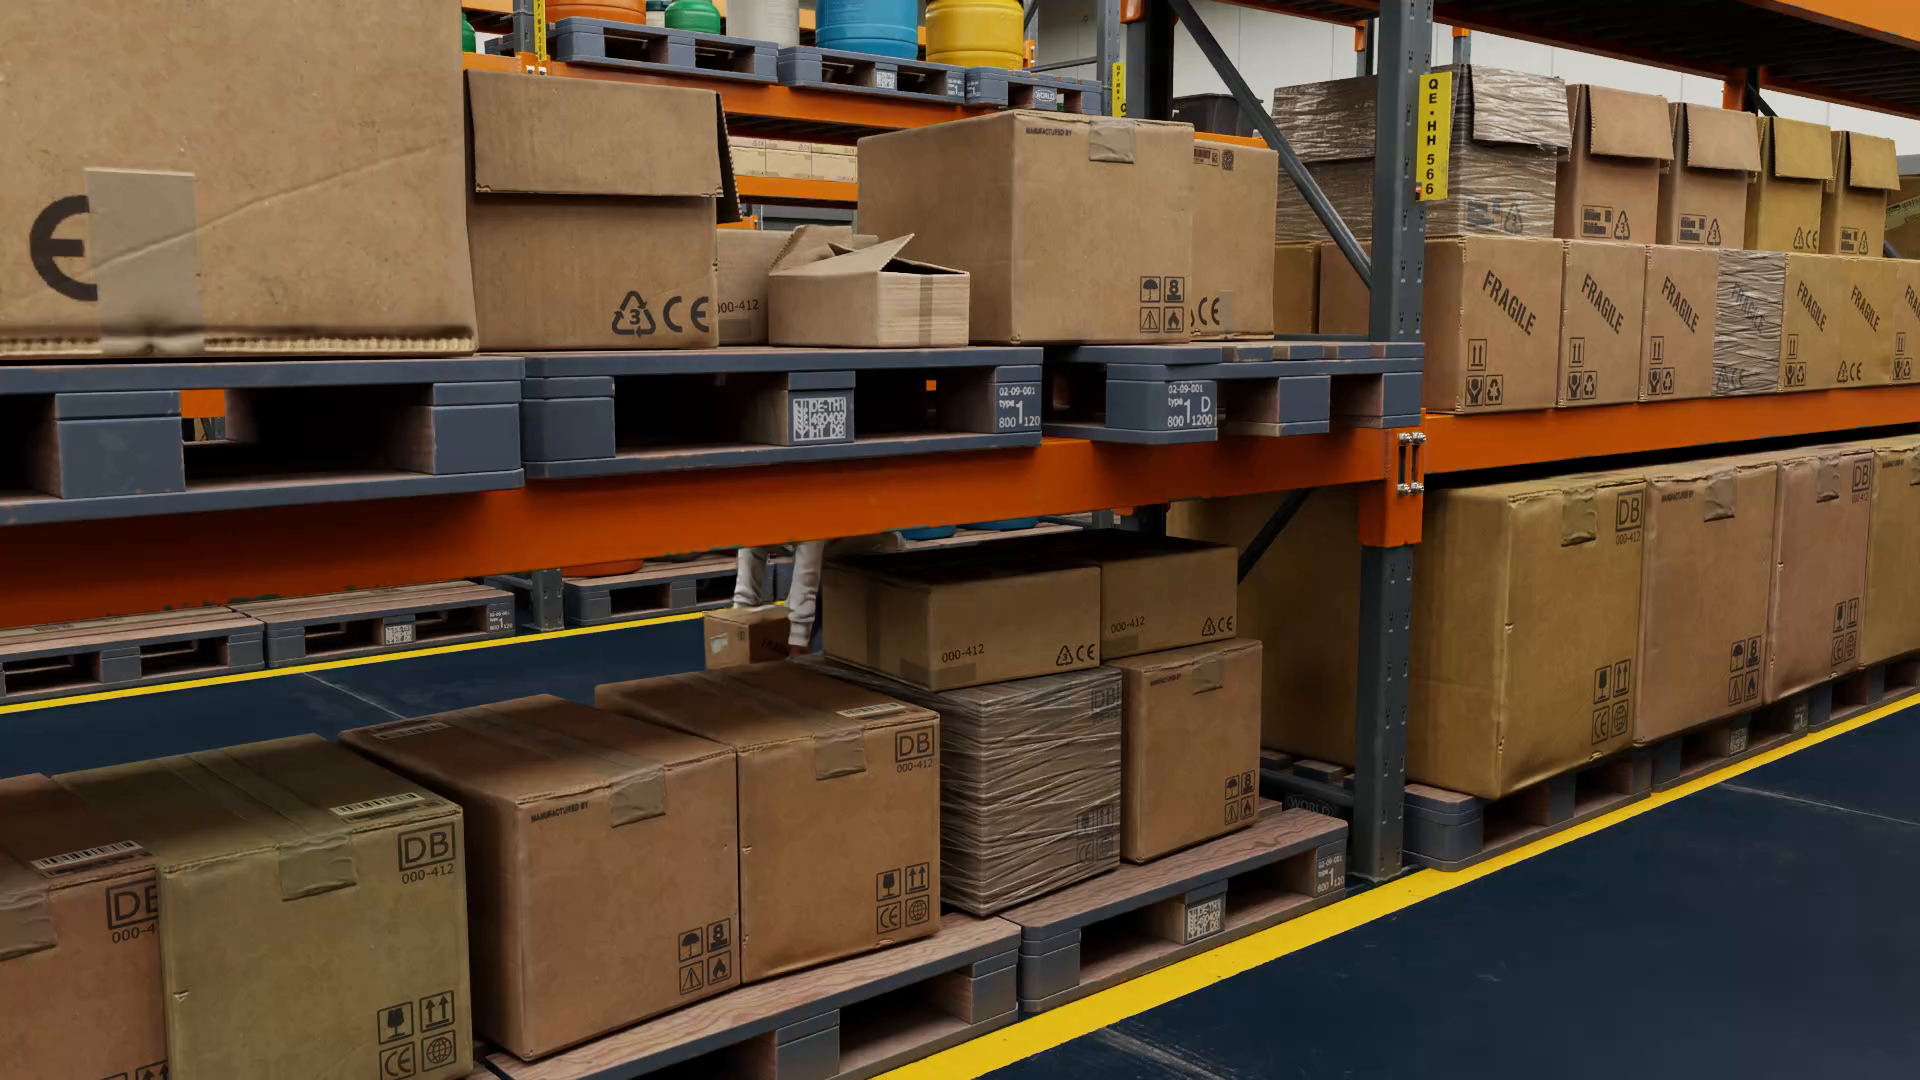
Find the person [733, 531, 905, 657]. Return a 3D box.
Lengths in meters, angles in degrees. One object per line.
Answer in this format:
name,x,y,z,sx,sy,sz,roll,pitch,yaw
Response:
person,-0.509,0.288,5.568,0.402,1.098,0.845,5,9,35
